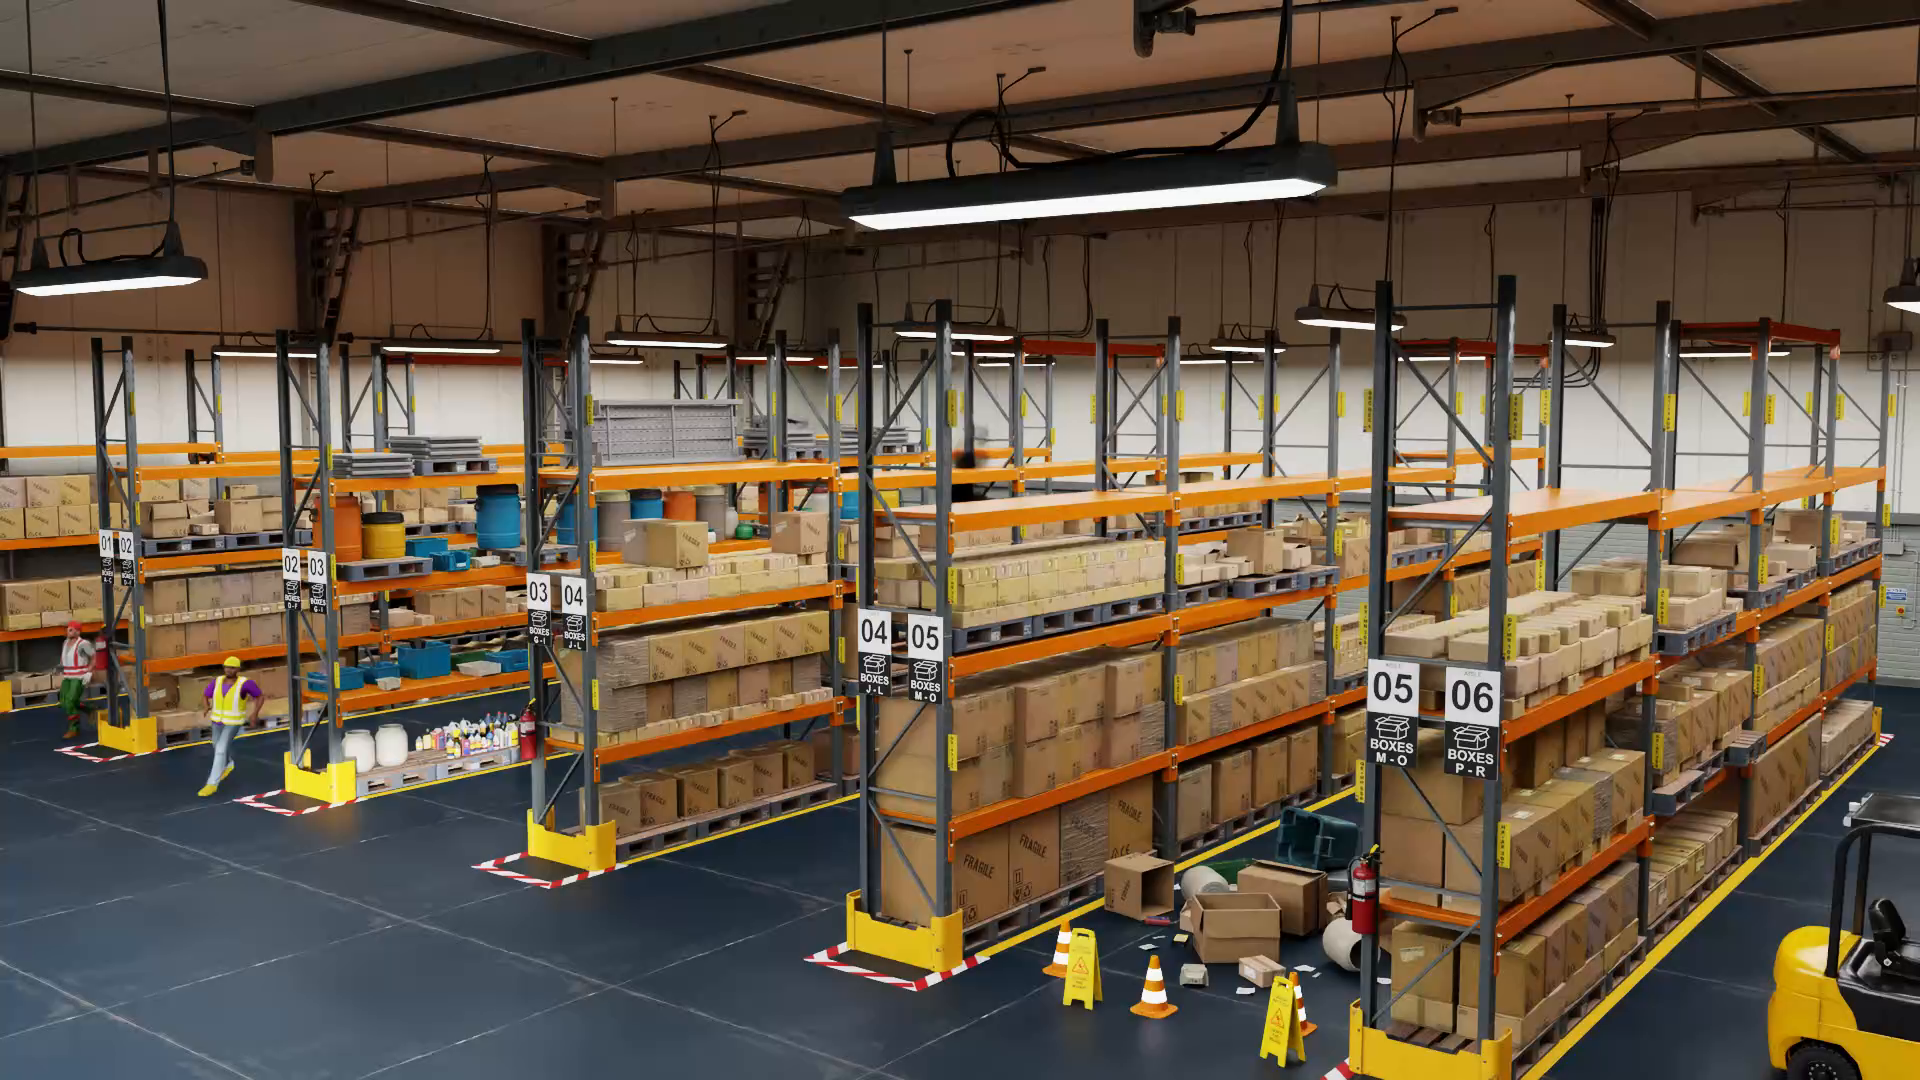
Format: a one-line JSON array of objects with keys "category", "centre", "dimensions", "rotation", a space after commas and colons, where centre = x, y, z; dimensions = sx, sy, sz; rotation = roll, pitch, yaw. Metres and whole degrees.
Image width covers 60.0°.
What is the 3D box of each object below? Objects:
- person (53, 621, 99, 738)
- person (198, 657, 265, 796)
[{"category": "person", "centre": [-13.430, 2.099, 25.321], "dimensions": [0.697, 1.758, 0.662], "rotation": [2, 5, 25]}, {"category": "person", "centre": [-9.573, 2.392, 21.732], "dimensions": [0.759, 1.747, 0.963], "rotation": [1, 5, 7]}]
